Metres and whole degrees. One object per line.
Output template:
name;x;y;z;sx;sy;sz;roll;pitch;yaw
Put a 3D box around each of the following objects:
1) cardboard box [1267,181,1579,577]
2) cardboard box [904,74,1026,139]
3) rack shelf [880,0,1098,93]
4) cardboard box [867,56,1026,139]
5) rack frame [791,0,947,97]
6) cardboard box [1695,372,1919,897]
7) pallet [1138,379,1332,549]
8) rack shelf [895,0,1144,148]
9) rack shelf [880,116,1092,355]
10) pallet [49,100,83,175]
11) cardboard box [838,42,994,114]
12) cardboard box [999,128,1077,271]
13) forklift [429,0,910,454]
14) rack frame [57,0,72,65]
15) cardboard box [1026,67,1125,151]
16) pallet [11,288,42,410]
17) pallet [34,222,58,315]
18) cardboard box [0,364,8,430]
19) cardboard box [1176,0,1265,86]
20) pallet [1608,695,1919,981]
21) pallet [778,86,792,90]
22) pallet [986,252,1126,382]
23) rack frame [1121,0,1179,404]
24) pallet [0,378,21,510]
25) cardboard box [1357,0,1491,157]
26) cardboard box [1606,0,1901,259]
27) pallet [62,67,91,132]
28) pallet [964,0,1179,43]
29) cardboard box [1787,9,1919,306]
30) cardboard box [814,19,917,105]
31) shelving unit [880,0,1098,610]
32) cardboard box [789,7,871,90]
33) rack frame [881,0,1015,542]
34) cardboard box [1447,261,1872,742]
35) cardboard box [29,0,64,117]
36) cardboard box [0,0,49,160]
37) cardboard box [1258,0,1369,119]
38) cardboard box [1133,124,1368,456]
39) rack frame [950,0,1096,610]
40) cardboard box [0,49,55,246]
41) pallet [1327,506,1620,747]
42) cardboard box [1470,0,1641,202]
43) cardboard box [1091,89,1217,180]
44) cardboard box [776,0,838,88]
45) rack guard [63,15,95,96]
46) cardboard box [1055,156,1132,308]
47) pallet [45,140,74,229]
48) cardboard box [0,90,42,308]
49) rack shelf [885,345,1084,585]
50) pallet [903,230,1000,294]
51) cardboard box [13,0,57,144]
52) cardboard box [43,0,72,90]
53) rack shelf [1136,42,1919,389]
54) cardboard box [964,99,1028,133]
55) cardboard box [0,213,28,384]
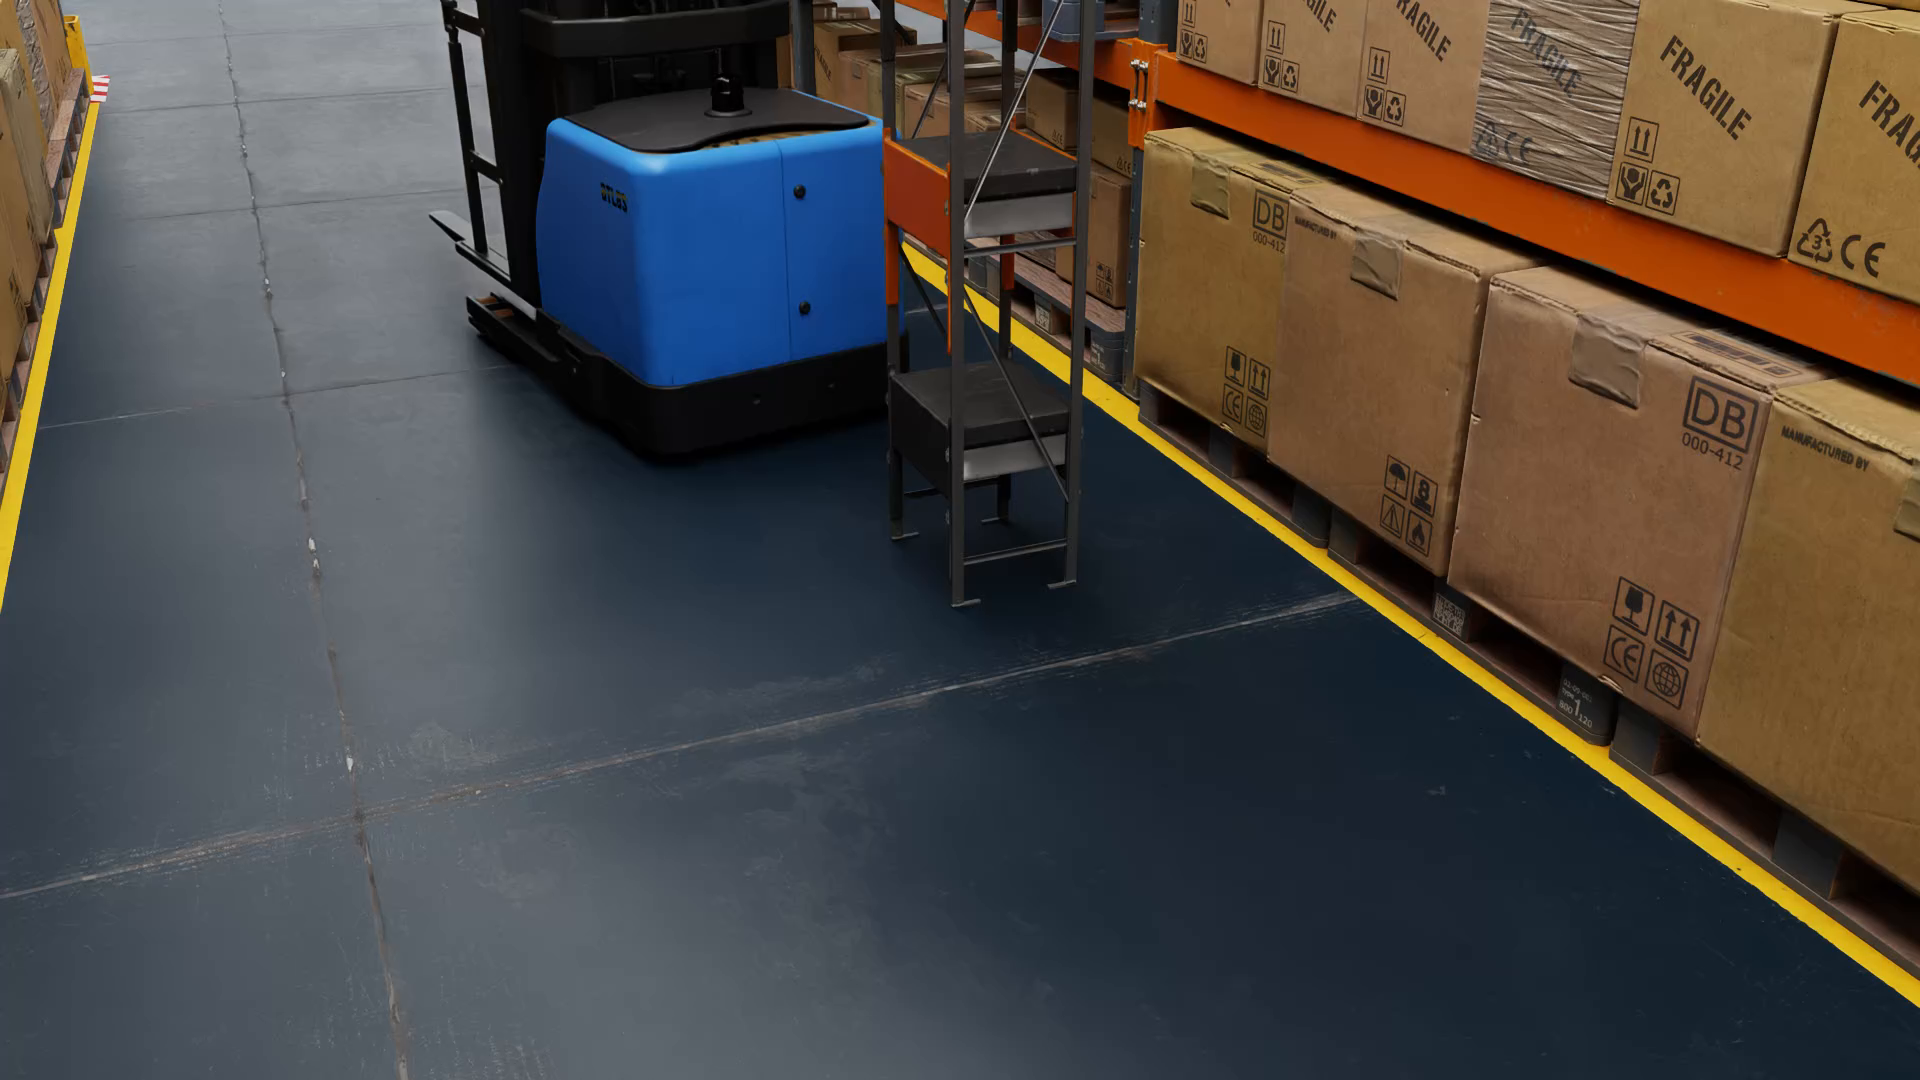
cardboard box;1.699;-0.565;4.931;1.225;0.875;0.875;-10;28;-20
cardboard box;0.149;-1.990;8.255;0.700;0.500;0.500;-13;29;-25
rack shelf;0.065;-1.493;4.351;0.431;0.518;0.480;-11;28;-21
cardboard box;-0.070;-2.216;8.718;0.700;0.500;0.500;-11;28;-21
rack frame;-0.460;-3.589;9.182;1.000;3.000;0.127;-11;28;-21
cardboard box;2.403;0.152;3.464;1.225;0.875;0.875;-10;28;-20
pallet;1.345;-0.390;5.808;1.003;0.211;1.213;-11;28;-21
rack shelf;0.323;-2.458;7.686;1.077;0.370;4.000;-11;28;-21
rack shelf;0.065;-0.864;4.658;0.431;0.518;0.480;-11;28;-21
pallet;-5.771;-2.338;9.799;1.003;0.211;1.213;-11;28;-21
cardboard box;-0.240;-2.412;9.119;0.700;0.500;0.500;-13;29;-25
cardboard box;0.596;-1.538;7.328;0.700;0.500;0.500;-13;29;-25
forklift;-1.419;-2.209;6.434;1.130;2.935;3.031;-16;30;-30
rack frame;-6.630;-4.393;10.828;1.000;3.000;0.127;-11;28;-21
cardboard box;0.599;-1.863;7.141;0.500;0.250;0.500;-7;27;-15
pallet;-4.211;-0.733;6.510;1.003;0.211;1.213;-11;28;-21
pallet;-4.692;-1.226;7.521;1.003;0.211;1.213;-11;28;-21
cardboard box;-3.653;-0.602;5.150;1.050;0.750;0.750;-11;28;-21
cardboard box;1.046;-1.776;5.355;0.500;0.500;0.500;-10;28;-19
pallet;2.301;0.595;3.791;1.003;0.211;1.213;-11;28;-21
pallet;-1.238;-3.094;11.347;1.003;0.211;1.213;-11;28;-21
pallet;0.801;-1.037;7.133;1.003;0.211;1.213;-11;28;-21
rack frame;1.106;-1.974;5.875;1.000;3.000;0.127;-11;28;-21
pallet;-3.737;-0.241;5.503;1.003;0.211;1.213;-11;28;-21
cardboard box;1.454;-1.362;4.507;0.500;0.500;0.500;-11;28;-22
cardboard box;1.840;-0.957;3.677;0.500;0.500;0.500;-11;28;-21
pallet;-6.245;-2.830;10.806;1.003;0.211;1.213;-11;28;-21
pallet;0.729;-2.158;6.469;1.213;0.211;1.003;-11;28;-21
cardboard box;2.051;-0.747;3.248;0.500;0.500;0.500;-10;28;-19
cardboard box;-0.580;-2.823;9.983;0.500;0.500;0.500;-11;28;-22
shelving unit;0.065;-0.877;4.652;0.431;2.100;0.503;-11;28;-21
cardboard box;-0.812;-3.053;10.454;0.500;0.500;0.500;-2;26;-4
rack frame;-0.031;-0.975;4.854;0.400;2.100;0.015;-11;28;-21
cardboard box;2.053;-0.209;4.202;1.225;0.875;0.875;-12;28;-22
cardboard box;-5.957;-3.009;9.938;0.875;0.875;0.875;-11;28;-21
cardboard box;-5.246;-2.278;8.439;0.875;0.875;0.875;-10;28;-20
cardboard box;1.250;-1.569;4.930;0.500;0.500;0.500;-11;28;-22
cardboard box;1.357;-0.926;5.671;1.225;0.875;0.875;-12;28;-23
rack frame;0.160;-0.778;4.451;0.400;2.100;0.015;-11;28;-21
cardboard box;-4.738;-1.720;7.440;1.050;0.750;0.750;-11;28;-21
pallet;1.819;0.102;4.801;1.003;0.211;1.213;-11;28;-21
cardboard box;1.648;-1.160;4.093;0.500;0.500;0.500;-10;28;-20
cardboard box;0.816;-1.651;6.706;0.500;0.250;0.500;-9;28;-19
cardboard box;-1.127;-3.290;10.940;0.500;0.500;0.500;-13;29;-25
rack guard;-6.640;-3.279;11.396;1.175;0.500;0.348;-11;28;-21
cardboard box;0.825;-1.316;6.874;0.700;0.500;0.500;-12;29;-23
pallet;-5.290;-1.845;8.788;1.003;0.211;1.213;-11;28;-21
cardboard box;-4.364;-1.330;6.641;1.050;0.750;0.750;-11;28;-21
rack shelf;0.065;-0.235;4.966;0.431;0.518;0.480;-11;28;-21
pallet;0.327;-1.529;8.141;1.003;0.211;1.213;-11;28;-21
cardboard box;-5.602;-2.641;9.183;0.875;0.875;0.875;-10;28;-20
cardboard box;-6.304;-3.364;10.664;0.875;0.875;0.875;-10;28;-20
rack shelf;1.889;-0.844;4.379;1.077;0.370;4.000;-11;28;-21
cardboard box;0.368;-1.765;7.794;0.700;0.500;0.500;-8;27;-16
cardboard box;-3.999;-0.954;5.871;1.050;0.750;0.750;-10;28;-20
